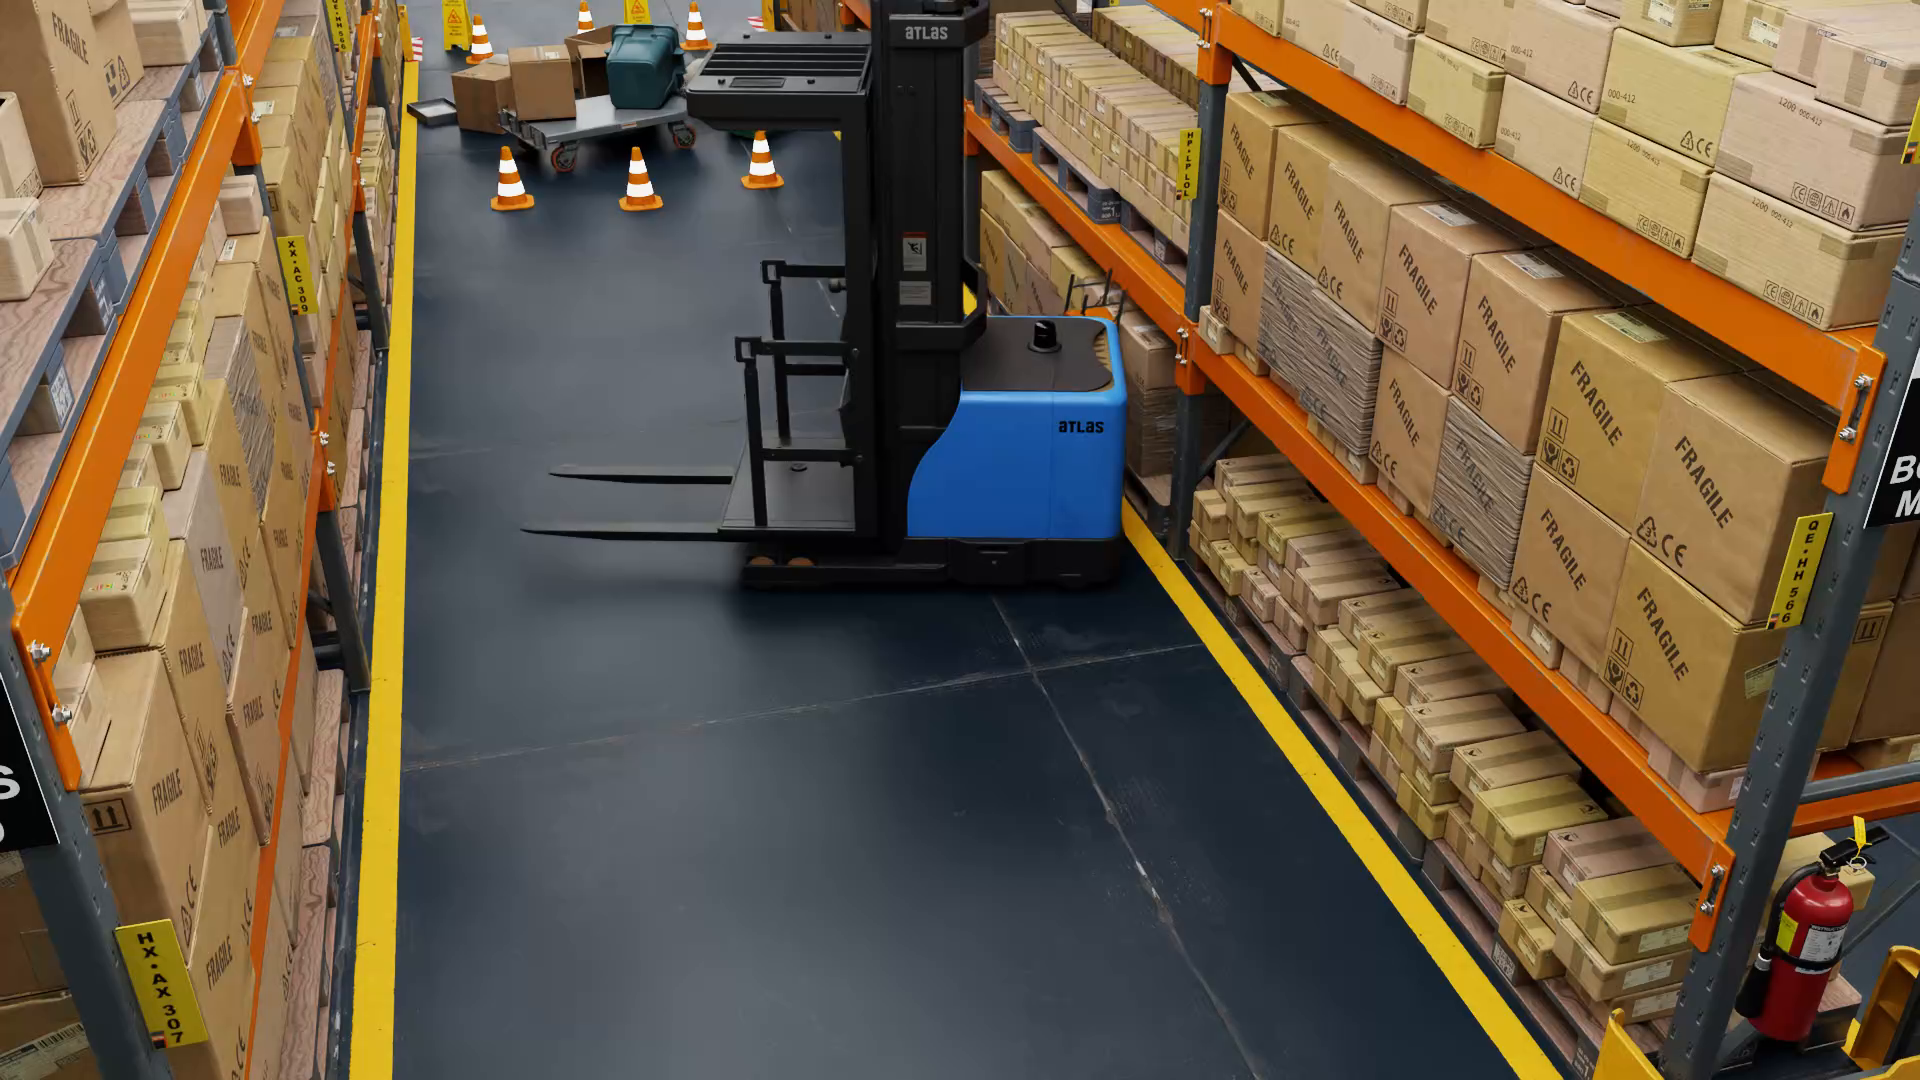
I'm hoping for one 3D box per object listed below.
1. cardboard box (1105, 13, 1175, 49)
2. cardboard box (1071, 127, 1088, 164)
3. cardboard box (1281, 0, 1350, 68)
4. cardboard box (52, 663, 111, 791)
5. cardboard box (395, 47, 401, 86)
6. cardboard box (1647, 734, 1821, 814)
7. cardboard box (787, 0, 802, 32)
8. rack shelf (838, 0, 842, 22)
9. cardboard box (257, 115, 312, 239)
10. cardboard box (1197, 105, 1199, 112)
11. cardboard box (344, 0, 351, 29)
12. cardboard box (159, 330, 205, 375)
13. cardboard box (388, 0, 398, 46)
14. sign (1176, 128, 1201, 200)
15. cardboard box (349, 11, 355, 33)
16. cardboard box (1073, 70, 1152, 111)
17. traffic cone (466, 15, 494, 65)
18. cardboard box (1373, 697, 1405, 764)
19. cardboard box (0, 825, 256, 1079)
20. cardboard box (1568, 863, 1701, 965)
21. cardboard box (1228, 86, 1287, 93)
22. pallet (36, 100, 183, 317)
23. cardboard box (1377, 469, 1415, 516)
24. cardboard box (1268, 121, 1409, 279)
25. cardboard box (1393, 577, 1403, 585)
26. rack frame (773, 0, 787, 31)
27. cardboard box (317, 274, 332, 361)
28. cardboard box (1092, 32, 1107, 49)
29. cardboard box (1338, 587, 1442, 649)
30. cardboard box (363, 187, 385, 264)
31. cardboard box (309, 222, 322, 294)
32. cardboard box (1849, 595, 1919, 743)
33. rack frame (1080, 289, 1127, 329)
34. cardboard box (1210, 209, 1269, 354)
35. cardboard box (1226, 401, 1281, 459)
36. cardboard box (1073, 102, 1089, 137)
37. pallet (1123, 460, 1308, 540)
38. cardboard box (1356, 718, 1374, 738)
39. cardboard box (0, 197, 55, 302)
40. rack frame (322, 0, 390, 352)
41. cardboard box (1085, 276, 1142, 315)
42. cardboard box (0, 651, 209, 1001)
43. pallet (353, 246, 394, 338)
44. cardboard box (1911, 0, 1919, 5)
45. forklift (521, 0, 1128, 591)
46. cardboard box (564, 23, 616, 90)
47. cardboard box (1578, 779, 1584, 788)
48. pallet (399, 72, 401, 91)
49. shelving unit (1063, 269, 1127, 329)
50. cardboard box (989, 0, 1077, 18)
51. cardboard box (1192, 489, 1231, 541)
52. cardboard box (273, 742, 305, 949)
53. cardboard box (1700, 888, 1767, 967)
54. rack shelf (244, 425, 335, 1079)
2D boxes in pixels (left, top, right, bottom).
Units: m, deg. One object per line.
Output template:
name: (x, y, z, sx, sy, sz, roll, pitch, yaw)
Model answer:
cardboard box: (1.145, -3.242, 10.595, 0.380, 0.149, 0.250, -8, 31, -14)
cardboard box: (0.854, -2.273, 9.515, 0.380, 0.149, 0.250, -9, 31, -15)
cardboard box: (1.581, -2.011, 6.386, 0.500, 0.250, 0.500, -8, 31, -14)
cardboard box: (-1.941, 0.397, 3.325, 0.380, 0.149, 0.250, -7, 31, -12)
cardboard box: (-5.612, -4.500, 15.856, 0.500, 0.250, 0.500, -9, 31, -15)
cardboard box: (2.273, 0.643, 4.895, 0.380, 0.149, 0.250, -8, 31, -13)
cardboard box: (-1.371, -6.017, 17.852, 0.875, 0.875, 0.875, -8, 31, -13)
rack shelf: (-1.084, -5.796, 16.487, 1.077, 0.370, 4.000, -8, 31, -13)
cardboard box: (-3.177, -1.539, 7.317, 0.500, 0.500, 0.500, -8, 31, -14)
cardboard box: (1.556, -2.364, 9.374, 0.380, 0.149, 0.250, -8, 31, -14)
cardboard box: (-4.551, -3.853, 11.597, 0.500, 0.500, 0.500, -9, 31, -15)
cardboard box: (-2.429, -0.478, 4.836, 0.380, 0.149, 0.250, -8, 31, -13)
cardboard box: (-5.755, -5.078, 16.107, 0.500, 0.500, 0.500, -7, 31, -11)
sign: (1.036, -1.703, 7.542, 0.100, 0.325, 0.005, -8, 31, -13)
cardboard box: (-4.639, -3.801, 12.154, 0.380, 0.149, 0.250, -8, 31, -13)
cardboard box: (0.857, -2.535, 9.373, 0.380, 0.149, 0.250, -8, 31, -14)
traffic cone: (-5.003, -5.232, 17.327, 0.336, 0.463, 0.334, -8, 31, -13)
cardboard box: (1.877, 0.736, 6.615, 0.380, 0.149, 0.250, -6, 31, -11)
cardboard box: (-1.964, 1.048, 3.845, 0.500, 0.500, 0.500, -8, 31, -14)
cardboard box: (2.247, 1.227, 5.468, 0.380, 0.149, 0.250, -7, 31, -13)
cardboard box: (1.631, -2.362, 9.074, 0.380, 0.149, 0.250, -8, 31, -14)
pallet: (-2.648, -0.846, 4.311, 1.003, 0.211, 1.213, -8, 31, -13)
cardboard box: (1.842, -0.235, 6.413, 0.380, 0.149, 0.250, -7, 31, -11)
cardboard box: (1.607, -1.383, 6.751, 0.500, 0.500, 0.500, -9, 31, -15)
cardboard box: (2.104, 0.146, 7.633, 0.380, 0.149, 0.250, -8, 31, -13)
rack frame: (-1.615, -7.073, 17.976, 1.000, 3.000, 0.127, -8, 31, -13)
cardboard box: (-3.176, -1.003, 7.638, 0.500, 0.250, 0.500, -9, 31, -14)
cardboard box: (1.079, -3.233, 10.876, 0.380, 0.149, 0.250, -7, 31, -12)
cardboard box: (1.825, 0.345, 6.992, 0.380, 0.149, 0.250, -9, 31, -15)
cardboard box: (-4.581, -2.176, 11.719, 0.950, 0.372, 0.625, -8, 31, -14)
cardboard box: (-3.186, -1.220, 7.514, 0.500, 0.250, 0.500, -7, 31, -13)
cardboard box: (2.779, 0.229, 4.963, 0.500, 0.500, 0.500, -6, 31, -11)
rack frame: (0.694, -0.865, 9.062, 0.240, 1.200, 0.006, -10, 48, -18)
cardboard box: (1.459, -1.177, 7.392, 0.500, 0.500, 0.500, -8, 31, -14)
cardboard box: (1.630, -0.769, 9.161, 0.500, 0.500, 0.500, -7, 31, -11)
cardboard box: (0.862, -2.399, 9.435, 0.380, 0.149, 0.250, -7, 31, -11)
pallet: (1.362, -0.446, 9.310, 1.003, 0.211, 1.213, -8, 31, -13)
cardboard box: (1.884, 0.731, 6.919, 0.380, 0.149, 0.250, -7, 31, -12)
cardboard box: (-2.181, -0.609, 3.545, 0.380, 0.149, 0.250, -7, 31, -11)
rack frame: (-4.237, -2.502, 10.079, 1.000, 3.000, 0.127, -8, 31, -13)
cardboard box: (1.005, -1.278, 9.291, 0.500, 0.250, 0.500, -6, 31, -11)
cardboard box: (-1.966, 0.616, 3.594, 0.500, 0.500, 0.500, -9, 31, -14)
pallet: (-4.443, -1.673, 11.430, 1.003, 0.211, 1.213, -8, 31, -13)
cardboard box: (2.714, -1.421, 4.468, 0.380, 0.149, 0.250, -8, 31, -13)
forklift: (-0.699, -1.277, 8.030, 3.031, 2.935, 1.130, 1, 30, 1)
cardboard box: (-3.453, -4.774, 16.496, 0.637, 0.503, 0.797, 19, 35, 29)
cardboard box: (2.459, 0.928, 6.579, 0.380, 0.149, 0.250, -8, 31, -13)
pallet: (-6.159, -4.725, 16.703, 1.003, 0.211, 1.213, -8, 31, -13)
shelving unit: (0.663, -0.929, 9.120, 0.258, 1.200, 0.189, -10, 48, -18)
cardboard box: (0.399, -3.903, 11.402, 0.700, 0.500, 0.500, -8, 31, -14)
cardboard box: (1.358, -0.136, 8.121, 0.380, 0.149, 0.250, -6, 31, -11)
cardboard box: (-2.874, 1.107, 5.982, 0.875, 0.438, 0.875, -9, 31, -15)
cardboard box: (2.740, 1.291, 5.655, 0.380, 0.149, 0.250, -7, 31, -11)
rack shelf: (-2.645, 0.707, 5.252, 1.077, 0.370, 4.000, -8, 31, -13)
